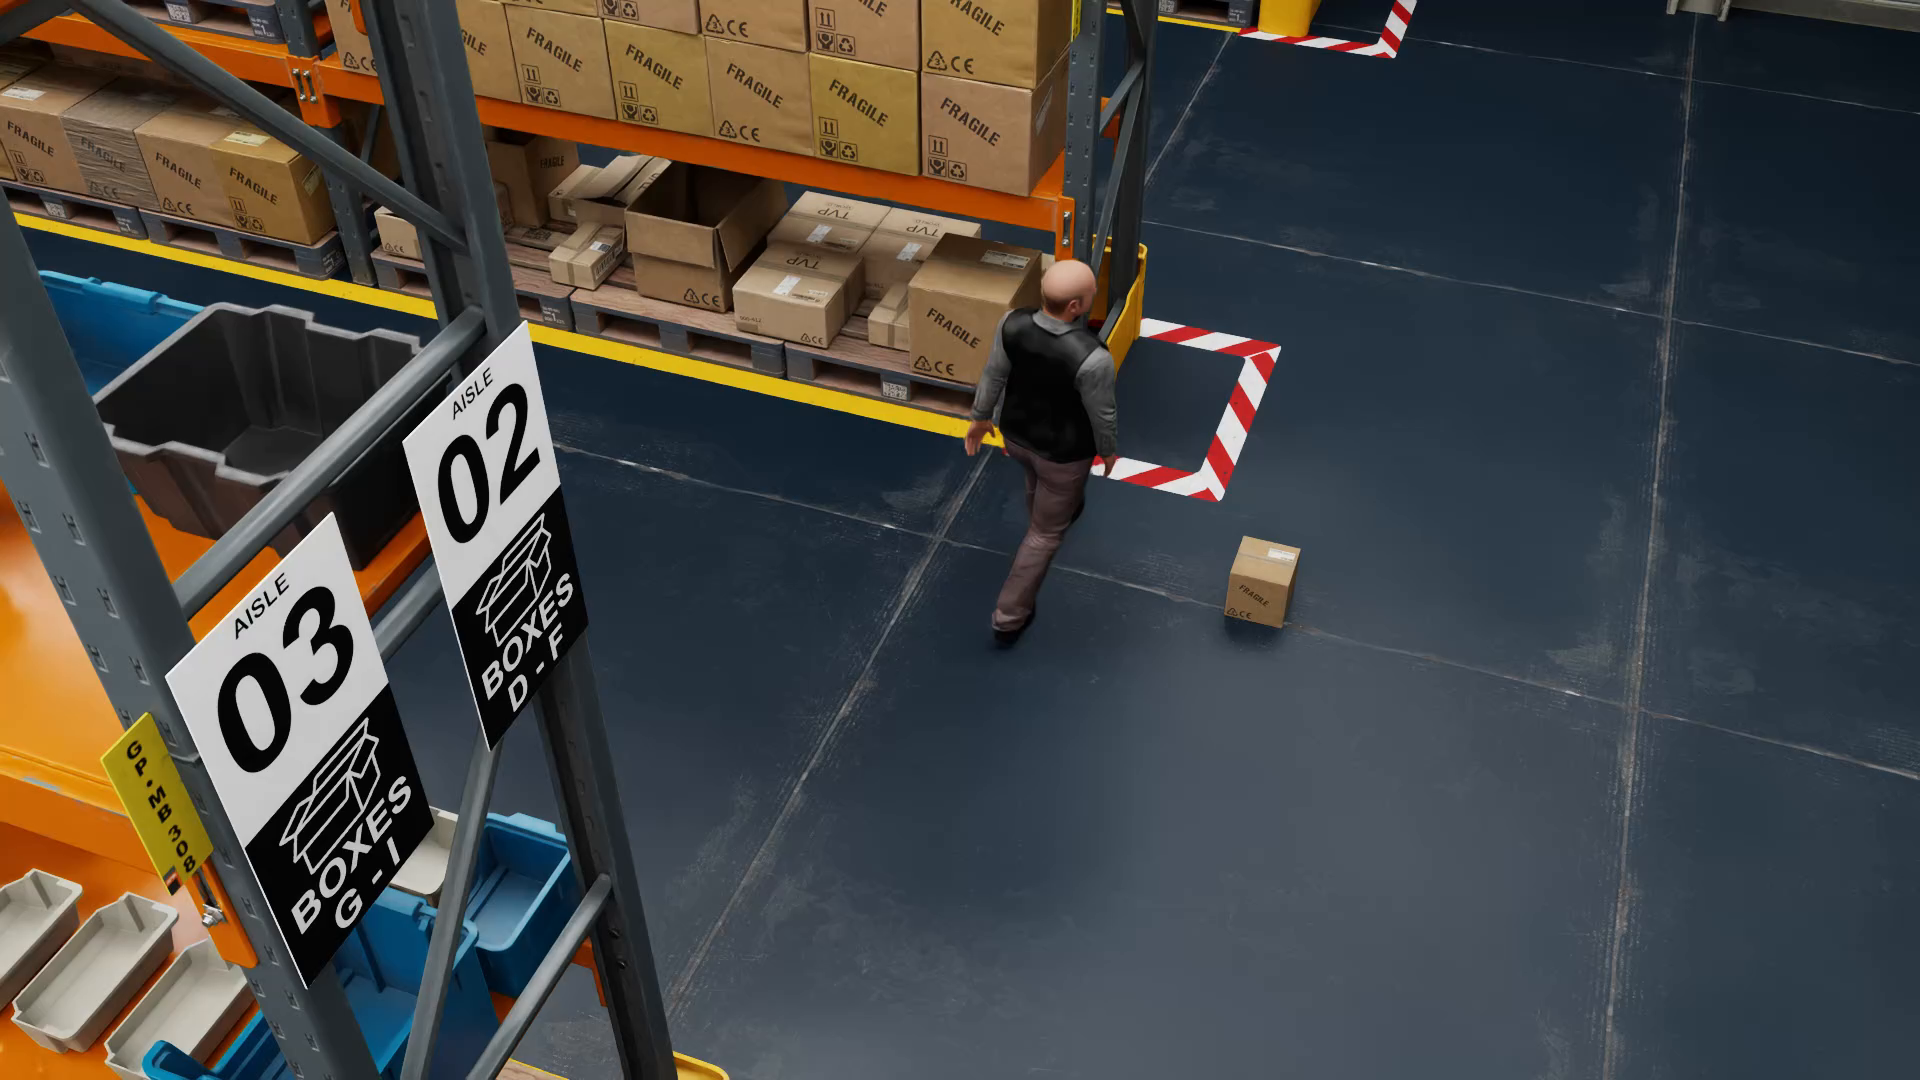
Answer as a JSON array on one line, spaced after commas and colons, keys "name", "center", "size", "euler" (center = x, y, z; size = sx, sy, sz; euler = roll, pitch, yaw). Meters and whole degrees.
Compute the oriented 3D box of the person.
[{"name": "person", "center": [0.391, -0.446, 6.700], "size": [0.619, 1.670, 0.949], "euler": [29, 49, 29]}]
